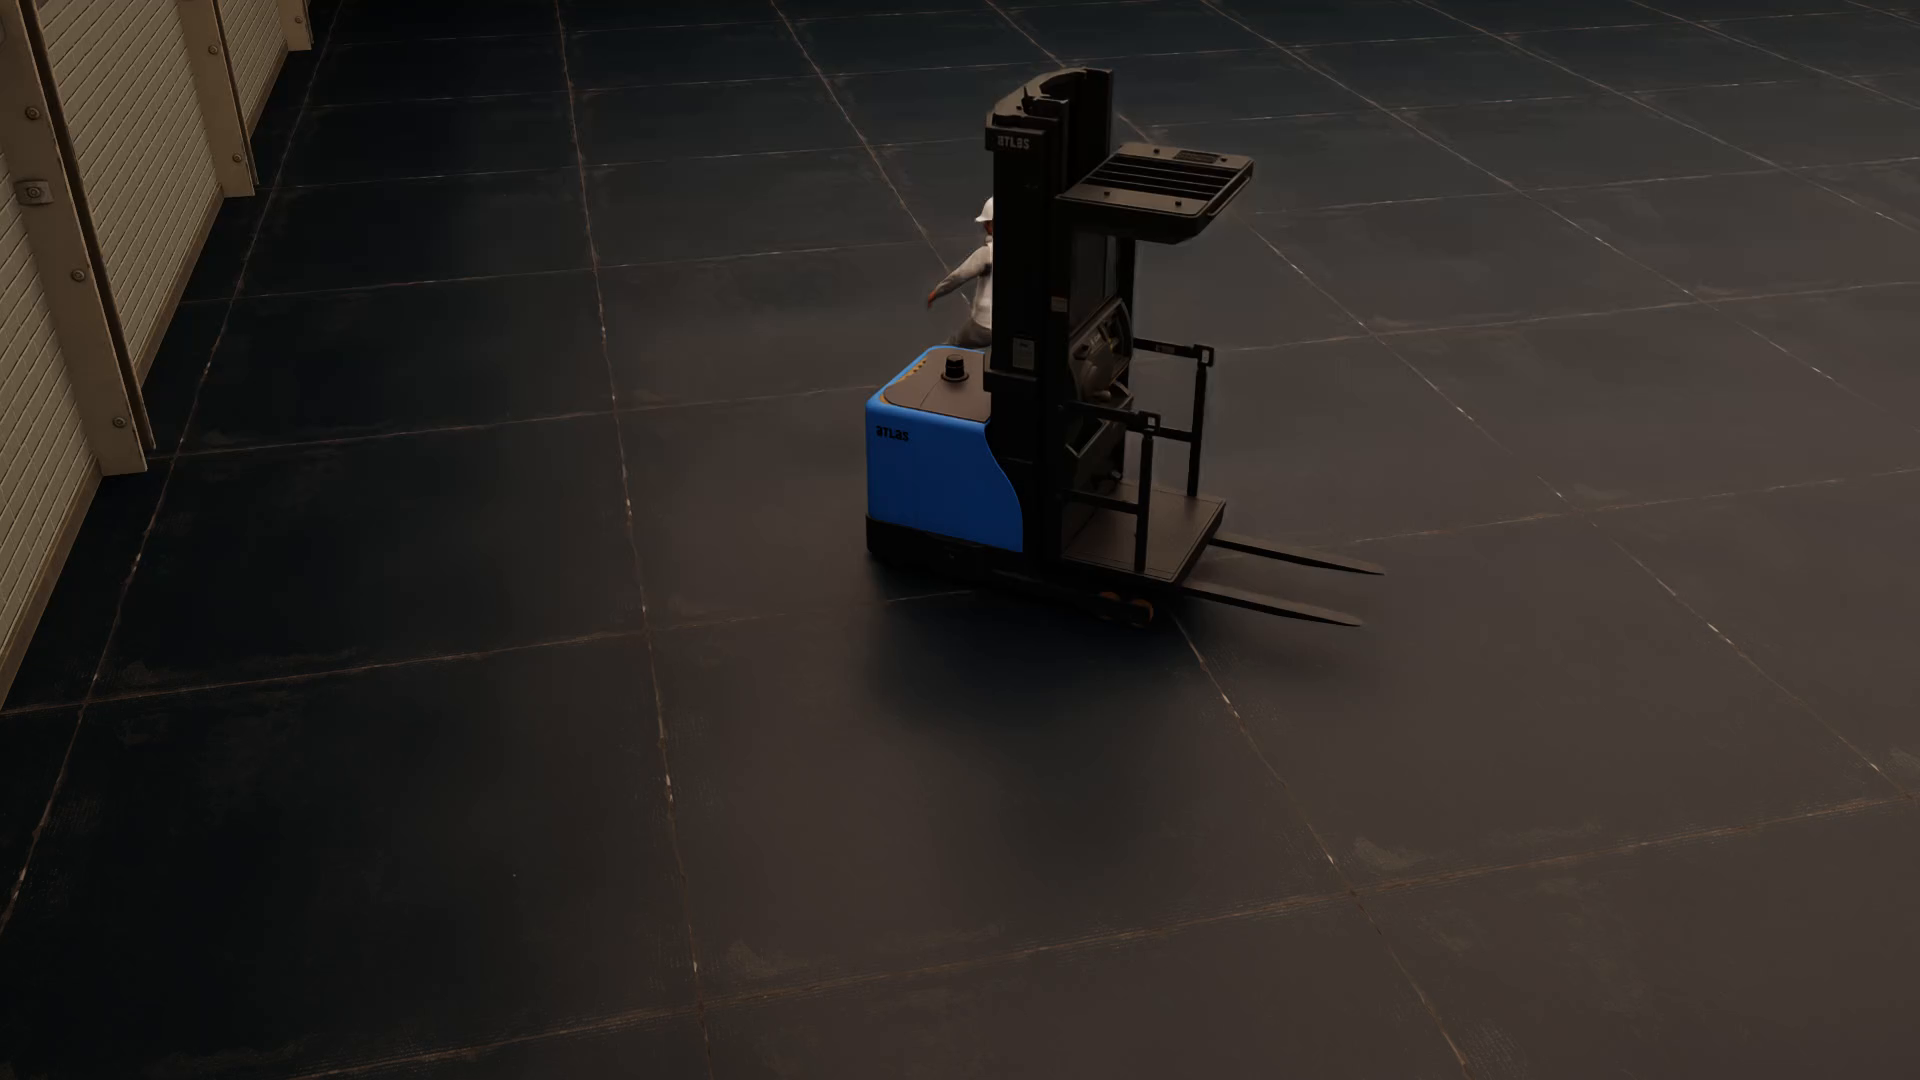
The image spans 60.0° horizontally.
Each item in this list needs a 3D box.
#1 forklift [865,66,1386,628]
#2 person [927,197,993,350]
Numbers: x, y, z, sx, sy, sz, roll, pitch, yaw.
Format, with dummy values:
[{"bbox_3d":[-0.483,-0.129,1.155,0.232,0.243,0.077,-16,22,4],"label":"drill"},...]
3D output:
[{"bbox_3d":[0.986,-1.064,9.412,3.031,2.935,1.130,13,32,21],"label":"forklift"},{"bbox_3d":[0.331,-1.589,11.709,1.162,1.679,0.526,-10,32,-17],"label":"person"}]
